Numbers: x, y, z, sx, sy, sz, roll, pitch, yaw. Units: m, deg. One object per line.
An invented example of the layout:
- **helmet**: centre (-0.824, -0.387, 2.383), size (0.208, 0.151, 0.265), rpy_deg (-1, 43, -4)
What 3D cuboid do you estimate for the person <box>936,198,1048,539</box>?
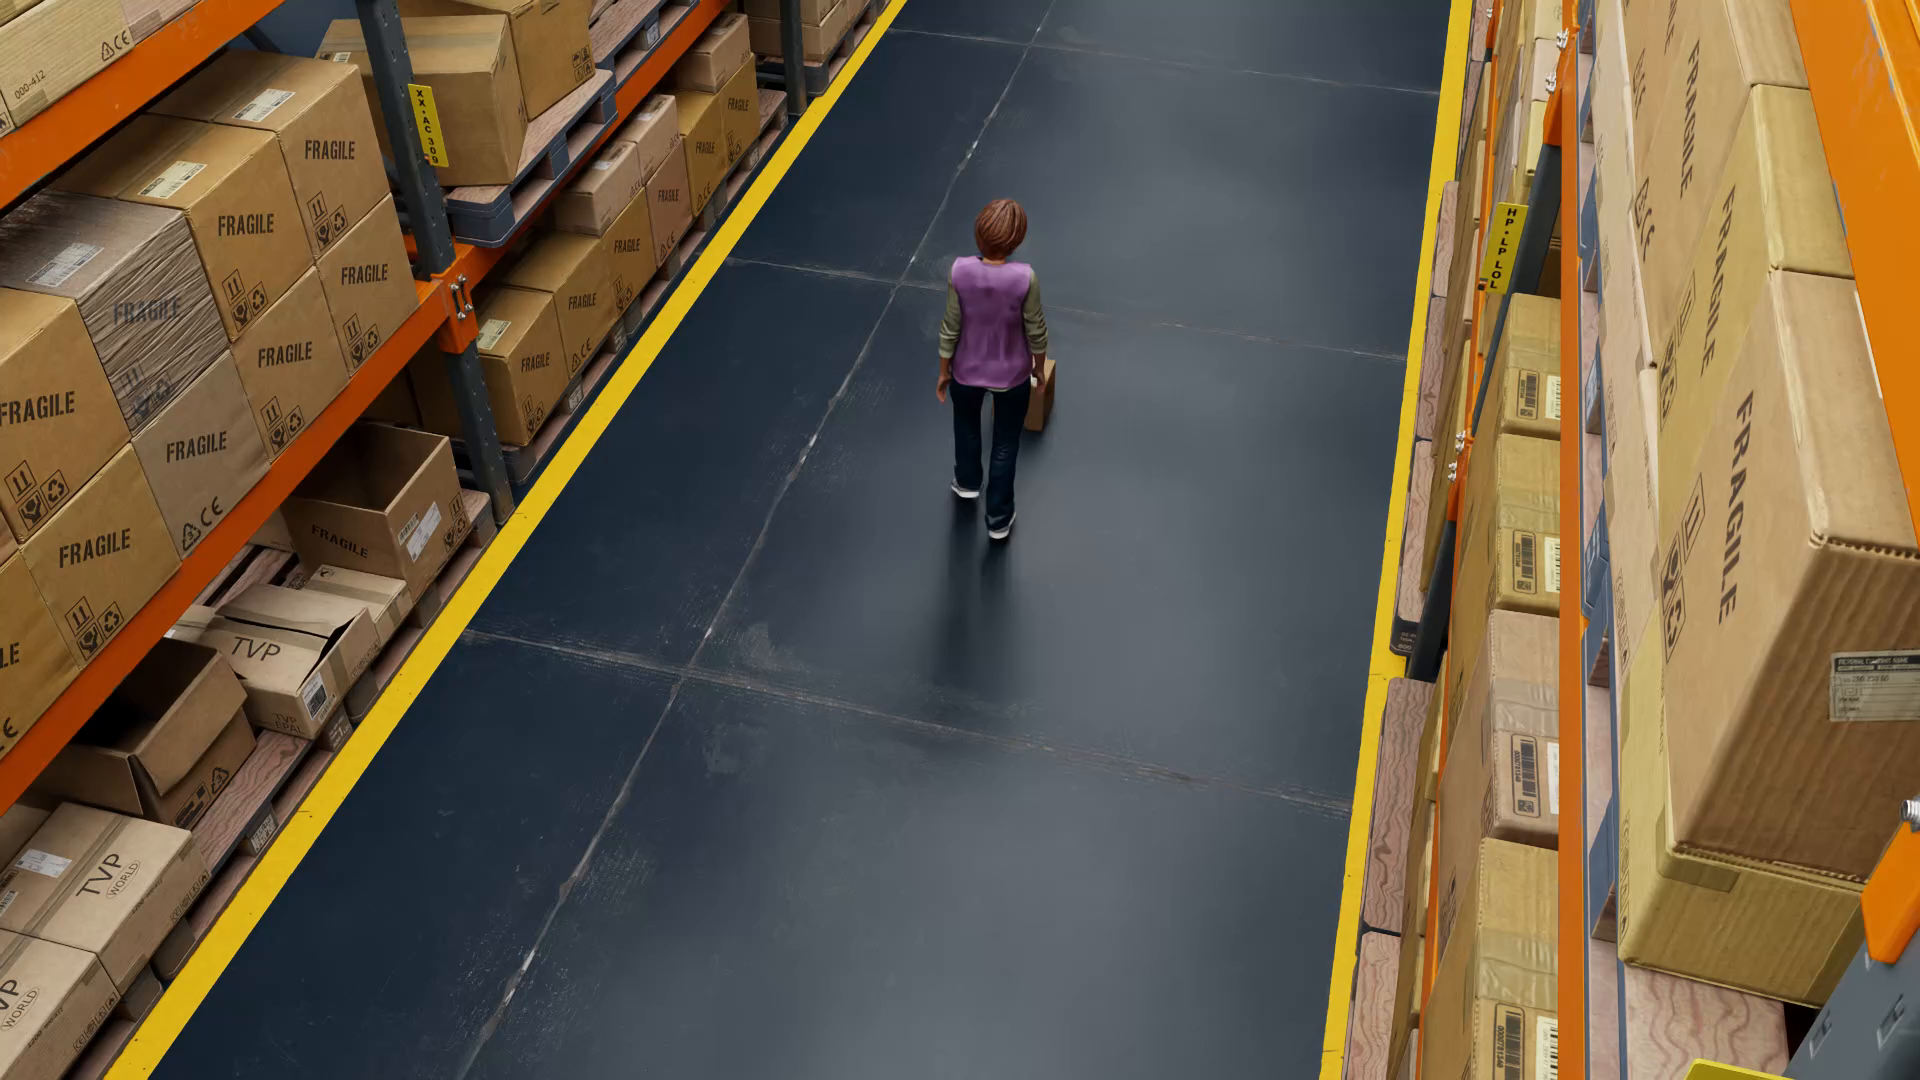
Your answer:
- **person**: centre (0.146, -0.709, 6.977), size (0.450, 1.615, 0.493), rpy_deg (6, 42, 7)
